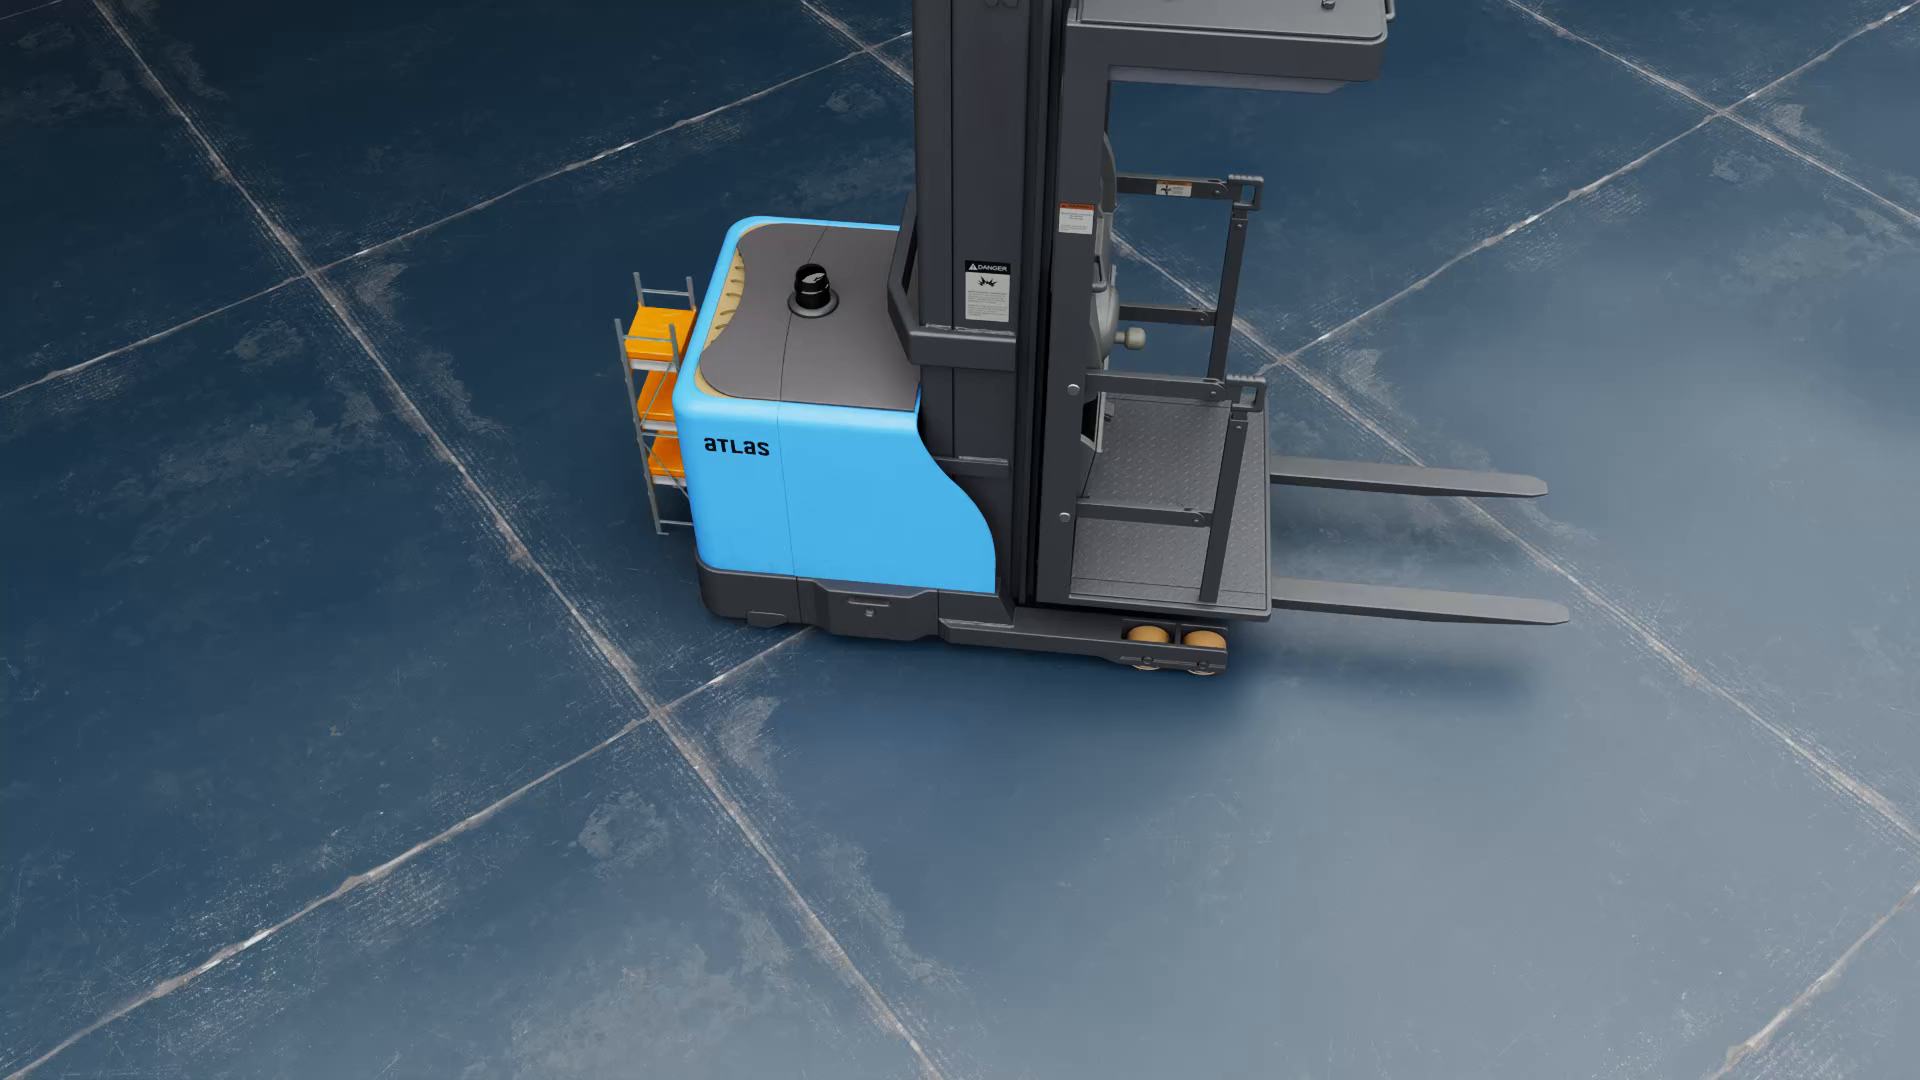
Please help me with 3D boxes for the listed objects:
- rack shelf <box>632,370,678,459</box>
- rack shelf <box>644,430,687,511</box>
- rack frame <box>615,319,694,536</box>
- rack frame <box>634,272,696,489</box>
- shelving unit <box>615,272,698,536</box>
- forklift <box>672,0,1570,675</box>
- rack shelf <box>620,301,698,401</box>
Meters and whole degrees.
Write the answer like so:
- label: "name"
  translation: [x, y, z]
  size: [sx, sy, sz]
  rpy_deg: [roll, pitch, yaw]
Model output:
- label: "rack shelf"
  translation: [-1.026, -0.449, 5.963]
  size: [0.215, 0.259, 0.240]
  rpy_deg: [5, 48, 5]
- label: "rack shelf"
  translation: [-1.026, -0.263, 6.169]
  size: [0.215, 0.259, 0.240]
  rpy_deg: [5, 48, 5]
- label: "rack frame"
  translation: [-1.041, -0.367, 5.874]
  size: [0.200, 1.050, 0.008]
  rpy_deg: [5, 48, 5]
- label: "rack frame"
  translation: [-1.010, -0.546, 6.036]
  size: [0.200, 1.050, 0.008]
  rpy_deg: [5, 48, 5]
- label: "shelving unit"
  translation: [-1.026, -0.456, 5.955]
  size: [0.215, 1.050, 0.252]
  rpy_deg: [5, 48, 5]
- label: "forklift"
  translation: [0.626, -0.931, 5.116]
  size: [3.031, 2.935, 1.130]
  rpy_deg: [5, 48, 4]
- label: "rack shelf"
  translation: [-1.026, -0.640, 5.753]
  size: [0.215, 0.259, 0.240]
  rpy_deg: [5, 48, 5]
